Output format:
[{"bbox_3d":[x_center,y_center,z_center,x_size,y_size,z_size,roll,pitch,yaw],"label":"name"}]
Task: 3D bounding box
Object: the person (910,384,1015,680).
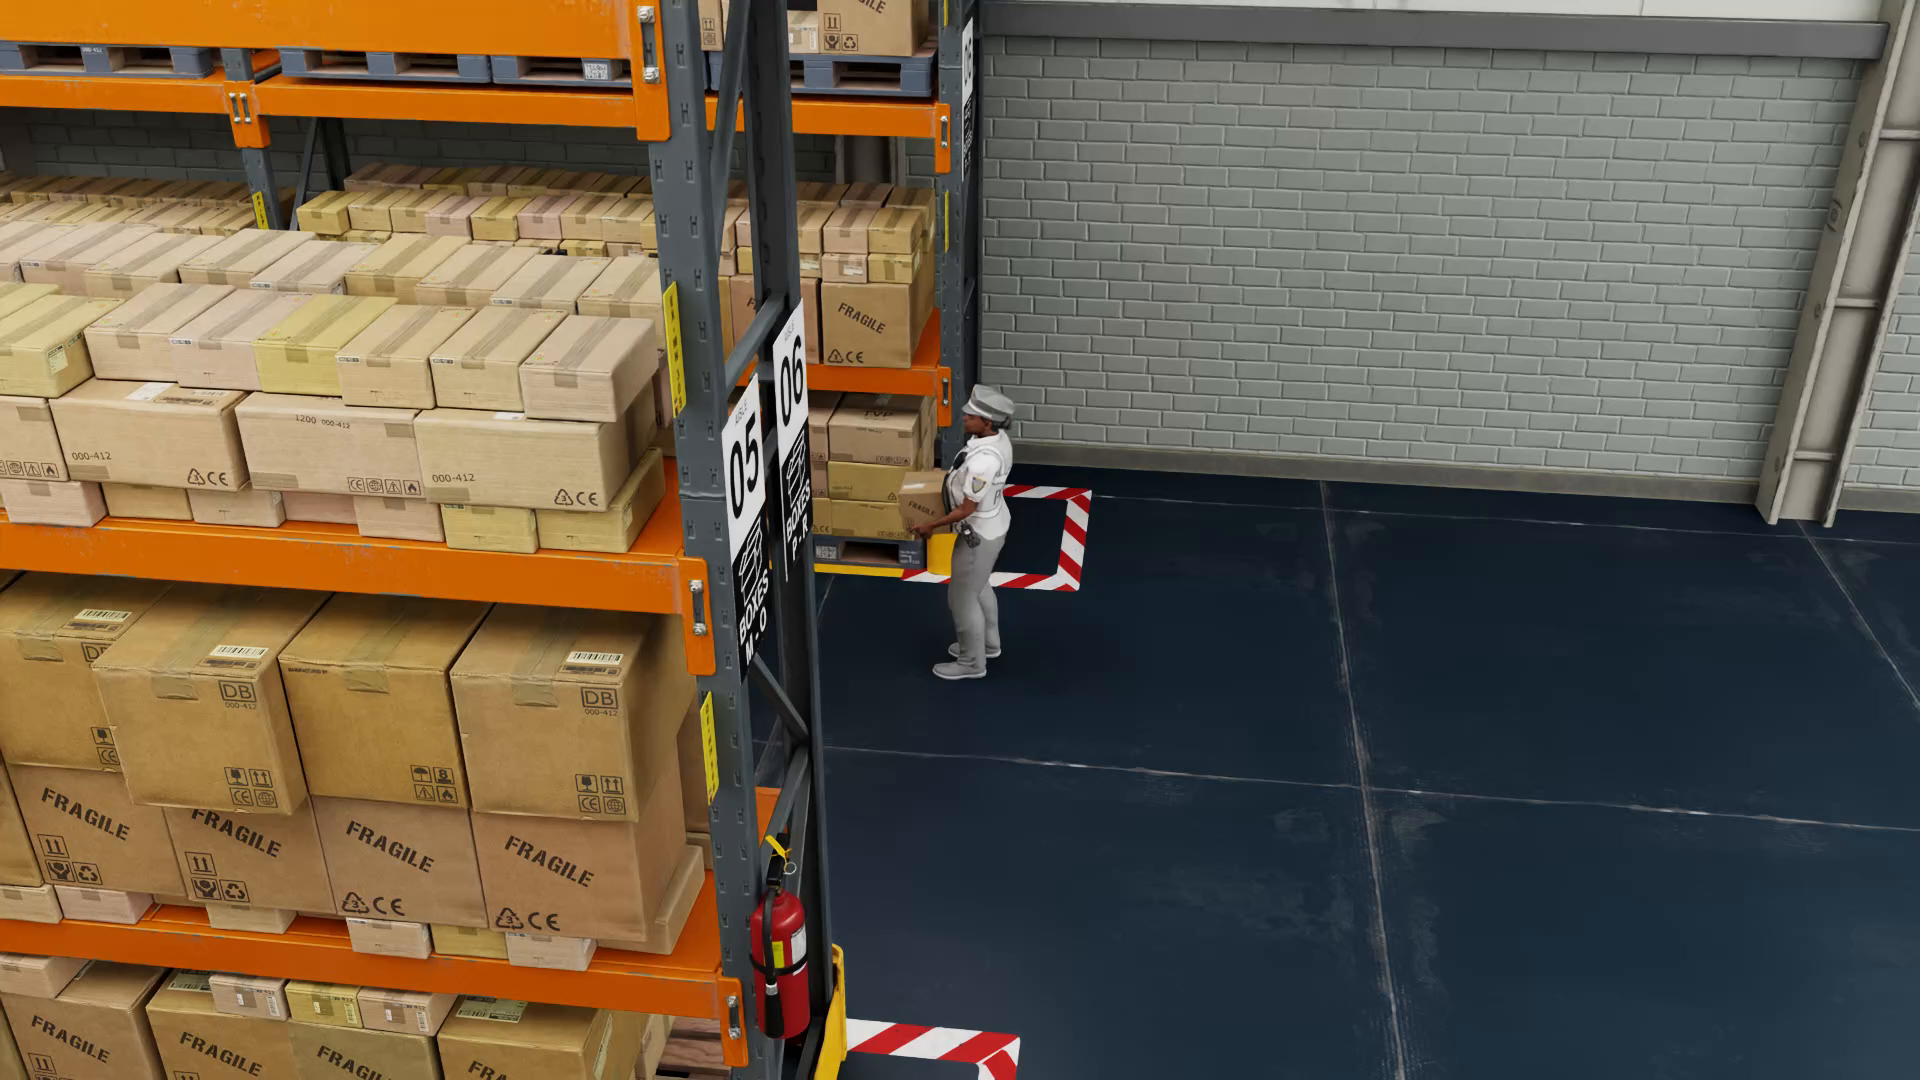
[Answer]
[{"bbox_3d":[0.018,-0.047,8.790,0.531,1.688,0.451,4,29,7],"label":"person"}]
